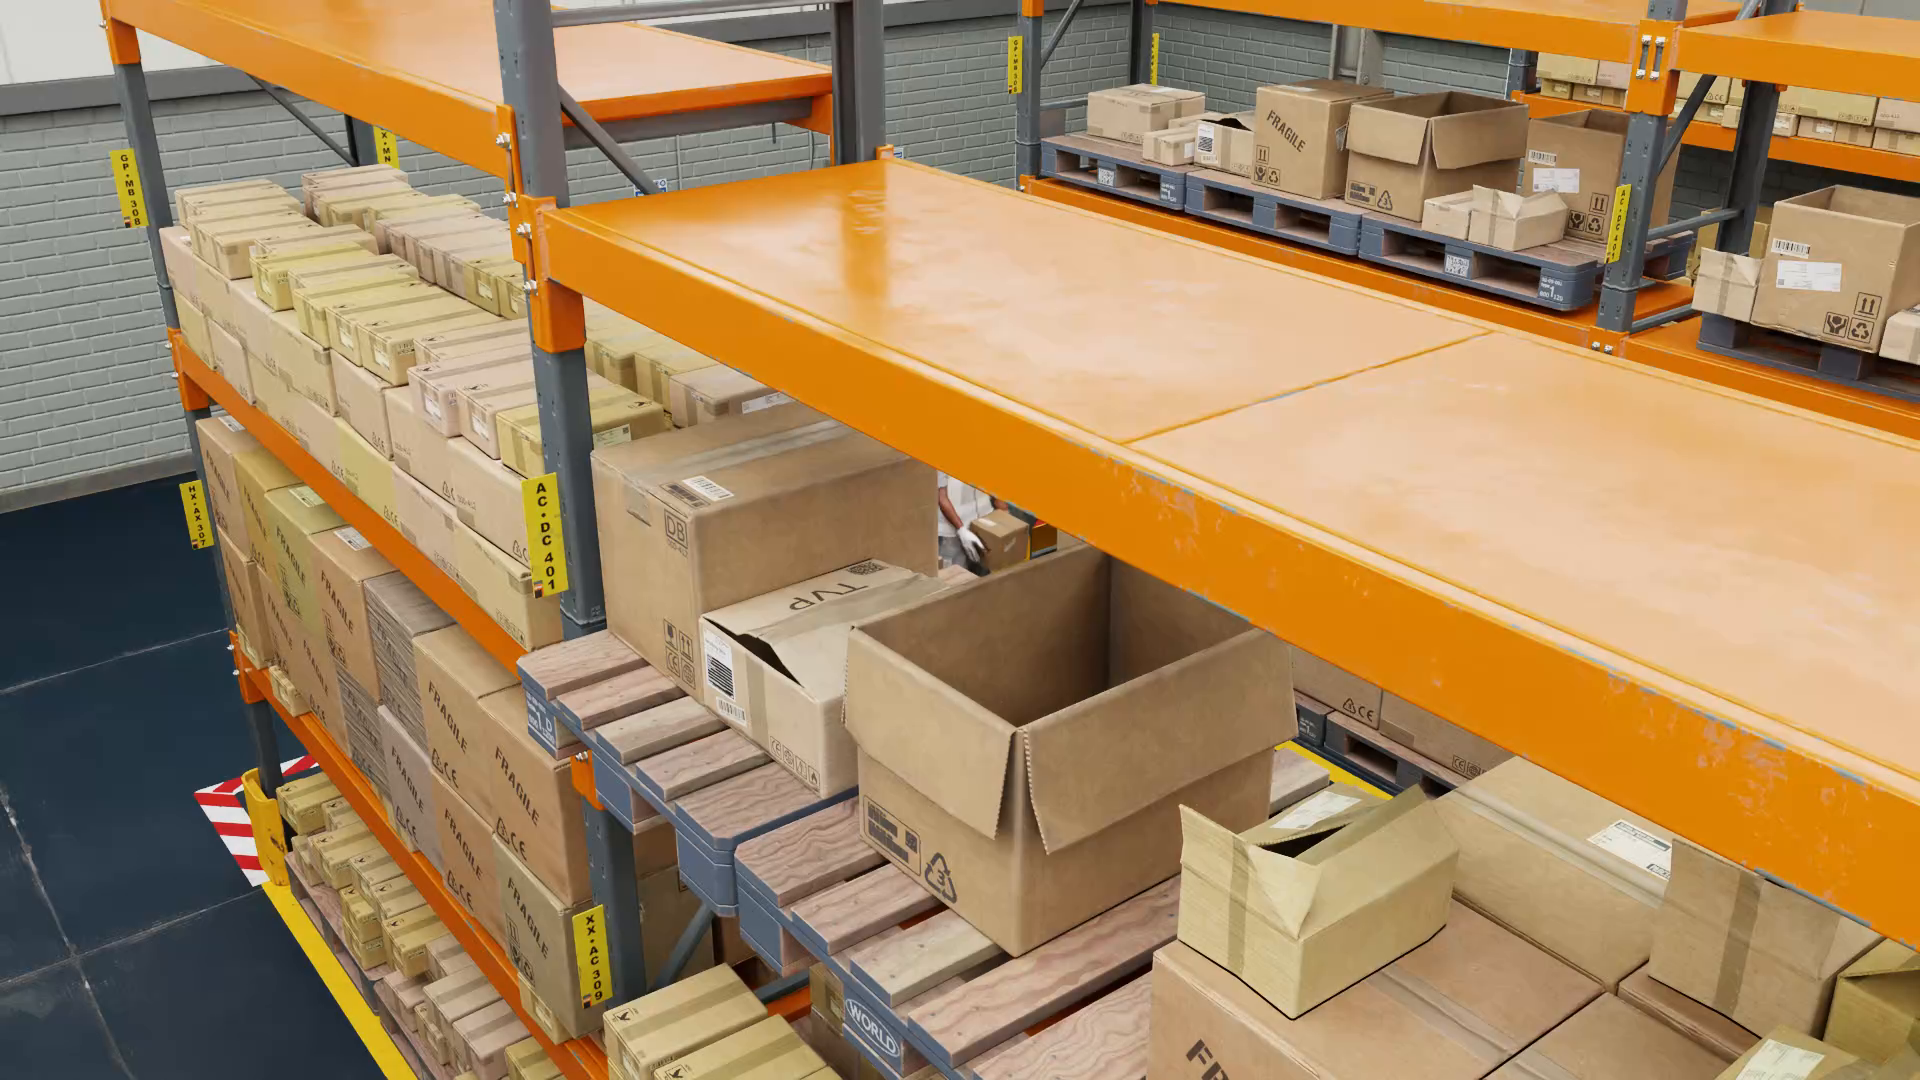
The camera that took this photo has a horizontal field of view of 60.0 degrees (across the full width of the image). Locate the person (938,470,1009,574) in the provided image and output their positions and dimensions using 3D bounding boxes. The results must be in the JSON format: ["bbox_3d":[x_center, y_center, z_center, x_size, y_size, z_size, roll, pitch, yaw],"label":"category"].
[{"bbox_3d":[0.061,-0.043,9.989,0.574,1.784,0.613,22,33,40],"label":"person"}]
